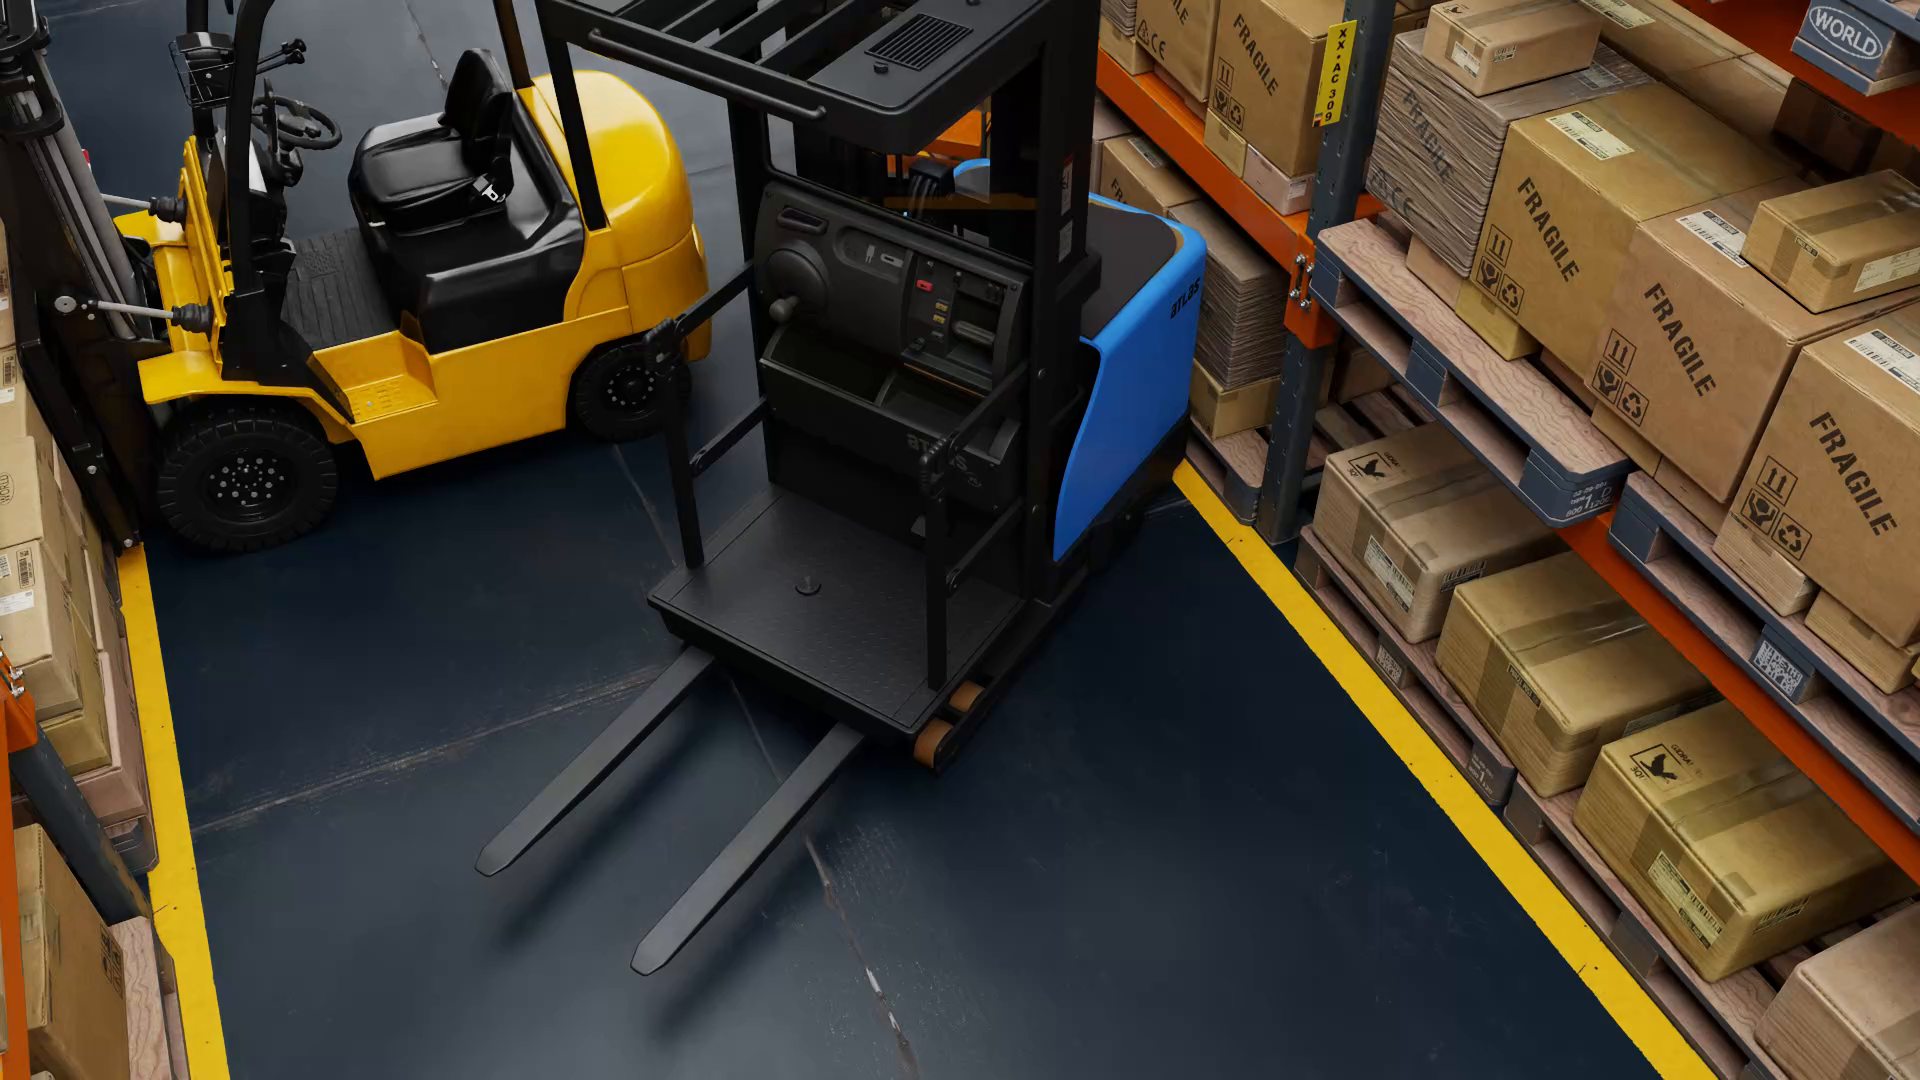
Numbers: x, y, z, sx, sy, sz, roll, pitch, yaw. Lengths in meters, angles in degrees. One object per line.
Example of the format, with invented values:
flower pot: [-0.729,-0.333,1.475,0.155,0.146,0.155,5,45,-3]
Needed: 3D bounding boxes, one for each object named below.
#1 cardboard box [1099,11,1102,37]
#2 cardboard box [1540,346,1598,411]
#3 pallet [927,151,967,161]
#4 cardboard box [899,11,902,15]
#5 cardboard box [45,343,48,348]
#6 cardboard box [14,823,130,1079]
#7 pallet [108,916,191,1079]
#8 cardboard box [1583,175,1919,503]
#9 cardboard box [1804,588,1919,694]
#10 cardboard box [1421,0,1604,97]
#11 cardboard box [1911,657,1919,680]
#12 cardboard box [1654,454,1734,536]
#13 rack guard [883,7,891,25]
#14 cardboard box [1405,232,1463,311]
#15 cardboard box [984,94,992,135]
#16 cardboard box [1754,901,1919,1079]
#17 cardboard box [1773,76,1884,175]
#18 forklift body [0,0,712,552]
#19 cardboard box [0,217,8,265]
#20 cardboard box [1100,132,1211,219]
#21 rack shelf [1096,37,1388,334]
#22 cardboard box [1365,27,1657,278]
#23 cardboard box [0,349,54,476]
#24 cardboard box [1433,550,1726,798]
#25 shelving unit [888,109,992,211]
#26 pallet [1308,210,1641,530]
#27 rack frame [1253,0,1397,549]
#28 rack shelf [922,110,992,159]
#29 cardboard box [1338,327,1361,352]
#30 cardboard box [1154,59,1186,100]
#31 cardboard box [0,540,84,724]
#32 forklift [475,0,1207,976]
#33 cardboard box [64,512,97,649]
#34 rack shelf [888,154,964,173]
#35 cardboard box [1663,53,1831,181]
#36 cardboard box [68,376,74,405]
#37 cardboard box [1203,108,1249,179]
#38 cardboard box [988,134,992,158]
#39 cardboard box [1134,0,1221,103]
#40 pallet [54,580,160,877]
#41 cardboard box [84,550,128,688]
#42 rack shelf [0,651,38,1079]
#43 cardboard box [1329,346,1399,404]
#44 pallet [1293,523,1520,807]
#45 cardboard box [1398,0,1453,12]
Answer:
cardboard box: [0.669,-2.067,6.388,0.380,0.149,0.250,-19,48,-18]
cardboard box: [1.823,-0.518,4.519,0.380,0.149,0.250,-15,47,-15]
pallet: [0.251,-2.203,8.332,1.003,0.211,1.213,-18,47,-17]
cardboard box: [0.008,-2.599,7.873,0.500,0.500,0.500,-20,48,-19]
cardboard box: [-3.460,-0.469,5.893,0.500,0.250,0.500,-18,47,-18]
cardboard box: [-2.681,1.270,4.219,0.875,0.625,0.625,-16,47,-16]
pallet: [-2.566,1.696,4.381,1.003,0.211,1.213,-18,47,-17]
cardboard box: [1.935,-0.493,4.032,0.500,0.500,0.500,-18,47,-18]
cardboard box: [2.198,0.162,3.830,0.380,0.149,0.250,-19,48,-19]
cardboard box: [1.468,-1.341,4.429,0.380,0.149,0.250,-18,47,-18]
cardboard box: [2.389,0.180,3.350,0.500,0.500,0.500,-21,48,-20]
cardboard box: [1.995,-0.184,4.180,0.380,0.149,0.250,-18,47,-17]
rack guard: [-0.059,-2.834,8.766,1.175,0.500,0.348,-18,47,-17]
cardboard box: [1.537,-0.838,4.843,0.380,0.149,0.250,-17,47,-17]
cardboard box: [0.435,-1.945,7.210,0.500,0.500,0.500,-17,47,-17]
cardboard box: [2.727,1.281,4.388,0.950,0.372,0.625,-19,48,-18]
cardboard box: [2.292,-1.082,4.167,0.380,0.149,0.250,-19,48,-19]
forklift body: [-2.140,-1.332,6.069,2.313,2.155,1.214,-18,47,-17]
cardboard box: [-3.675,-0.987,6.061,0.500,0.250,0.500,-17,47,-17]
cardboard box: [0.884,-1.282,6.539,0.500,0.500,0.500,-17,47,-17]
rack shelf: [0.750,-2.242,6.898,1.077,0.370,4.000,-18,47,-17]
cardboard box: [1.528,-1.131,4.678,0.500,0.500,0.500,-17,47,-16]
cardboard box: [-3.255,-0.325,5.390,0.500,0.250,0.500,-17,47,-16]
cardboard box: [2.119,0.353,5.328,0.950,0.372,0.625,-15,47,-15]
shelving unit: [-0.109,-1.286,6.699,0.503,1.200,0.258,12,46,12]
pallet: [1.781,-0.625,4.884,1.003,0.211,1.213,-18,47,-17]
rack frame: [1.591,-1.223,5.354,1.000,3.000,0.127,-18,47,-17]
rack shelf: [-0.109,-1.566,6.423,0.480,0.148,0.258,12,46,12]
cardboard box: [1.588,-1.117,6.371,0.500,0.500,0.500,-16,47,-16]
cardboard box: [0.938,-1.757,6.074,0.380,0.149,0.250,-19,48,-18]
cardboard box: [-2.829,0.318,4.739,0.500,0.250,0.500,-19,48,-18]
forklift: [-0.342,-0.673,4.846,1.130,2.935,3.031,25,50,23]
cardboard box: [-3.048,0.177,5.238,0.500,0.250,0.500,-18,47,-18]
rack shelf: [-0.109,-1.398,6.590,0.480,0.148,0.258,12,46,12]
cardboard box: [2.203,-0.972,4.517,0.500,0.500,0.500,-18,47,-17]
cardboard box: [-3.467,-0.303,6.080,0.500,0.250,0.500,-17,47,-16]
cardboard box: [1.068,-1.405,5.718,0.380,0.149,0.250,-17,47,-17]
cardboard box: [0.446,-1.676,7.471,0.500,0.250,0.500,-15,47,-15]
cardboard box: [0.956,-1.900,5.757,0.500,0.500,0.500,-17,47,-16]
pallet: [-3.207,0.718,5.371,1.003,0.211,1.213,-18,47,-17]
cardboard box: [-3.041,0.349,5.419,0.500,0.250,0.500,-19,48,-18]
rack shelf: [-2.070,1.776,2.827,1.077,0.370,4.000,-18,47,-17]
cardboard box: [1.588,-0.850,6.634,0.500,0.250,0.500,-20,48,-19]
pallet: [1.920,0.265,5.831,1.003,0.211,1.213,-18,47,-17]
cardboard box: [1.603,-2.065,5.212,0.700,0.500,0.500,-18,48,-18]
